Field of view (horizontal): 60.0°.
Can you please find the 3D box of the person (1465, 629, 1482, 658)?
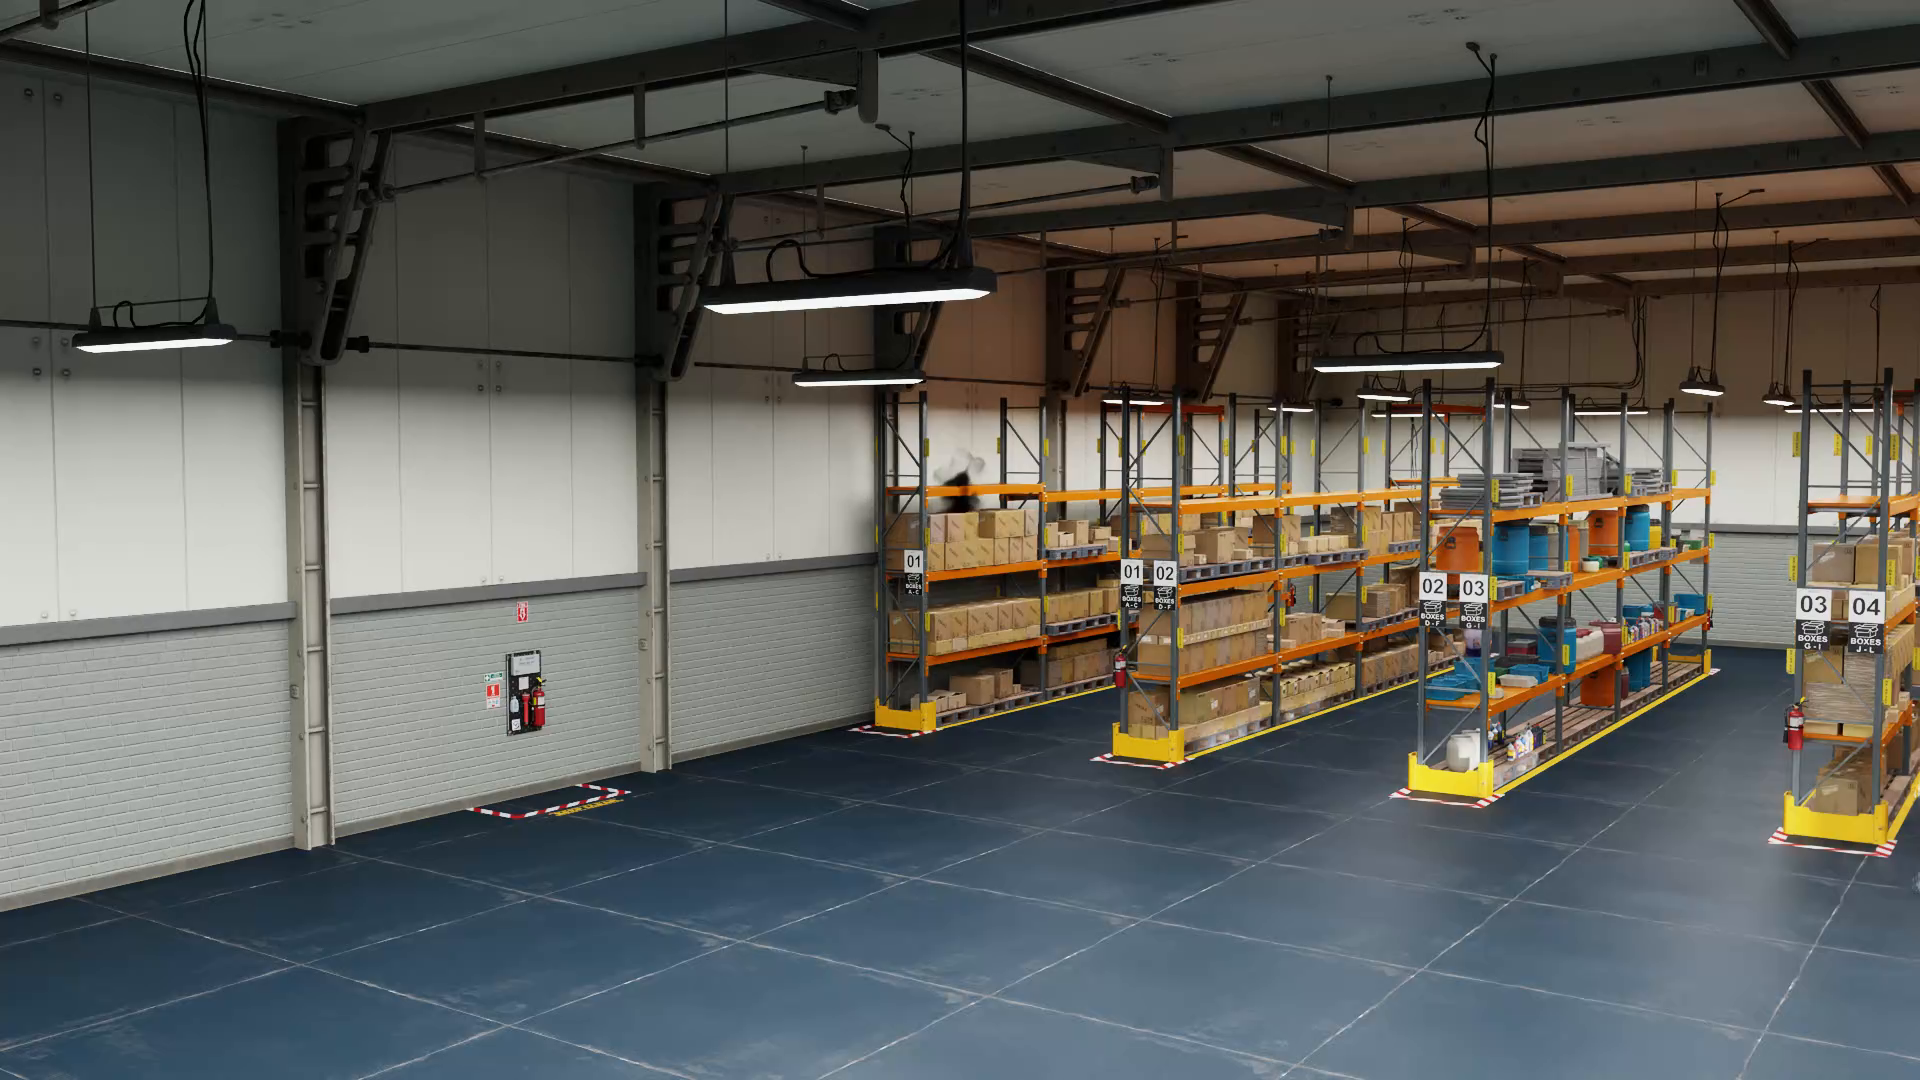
[{"bbox_3d":[10.416,2.435,33.569,0.550,1.499,0.618,2,4,31],"label":"person"}]
